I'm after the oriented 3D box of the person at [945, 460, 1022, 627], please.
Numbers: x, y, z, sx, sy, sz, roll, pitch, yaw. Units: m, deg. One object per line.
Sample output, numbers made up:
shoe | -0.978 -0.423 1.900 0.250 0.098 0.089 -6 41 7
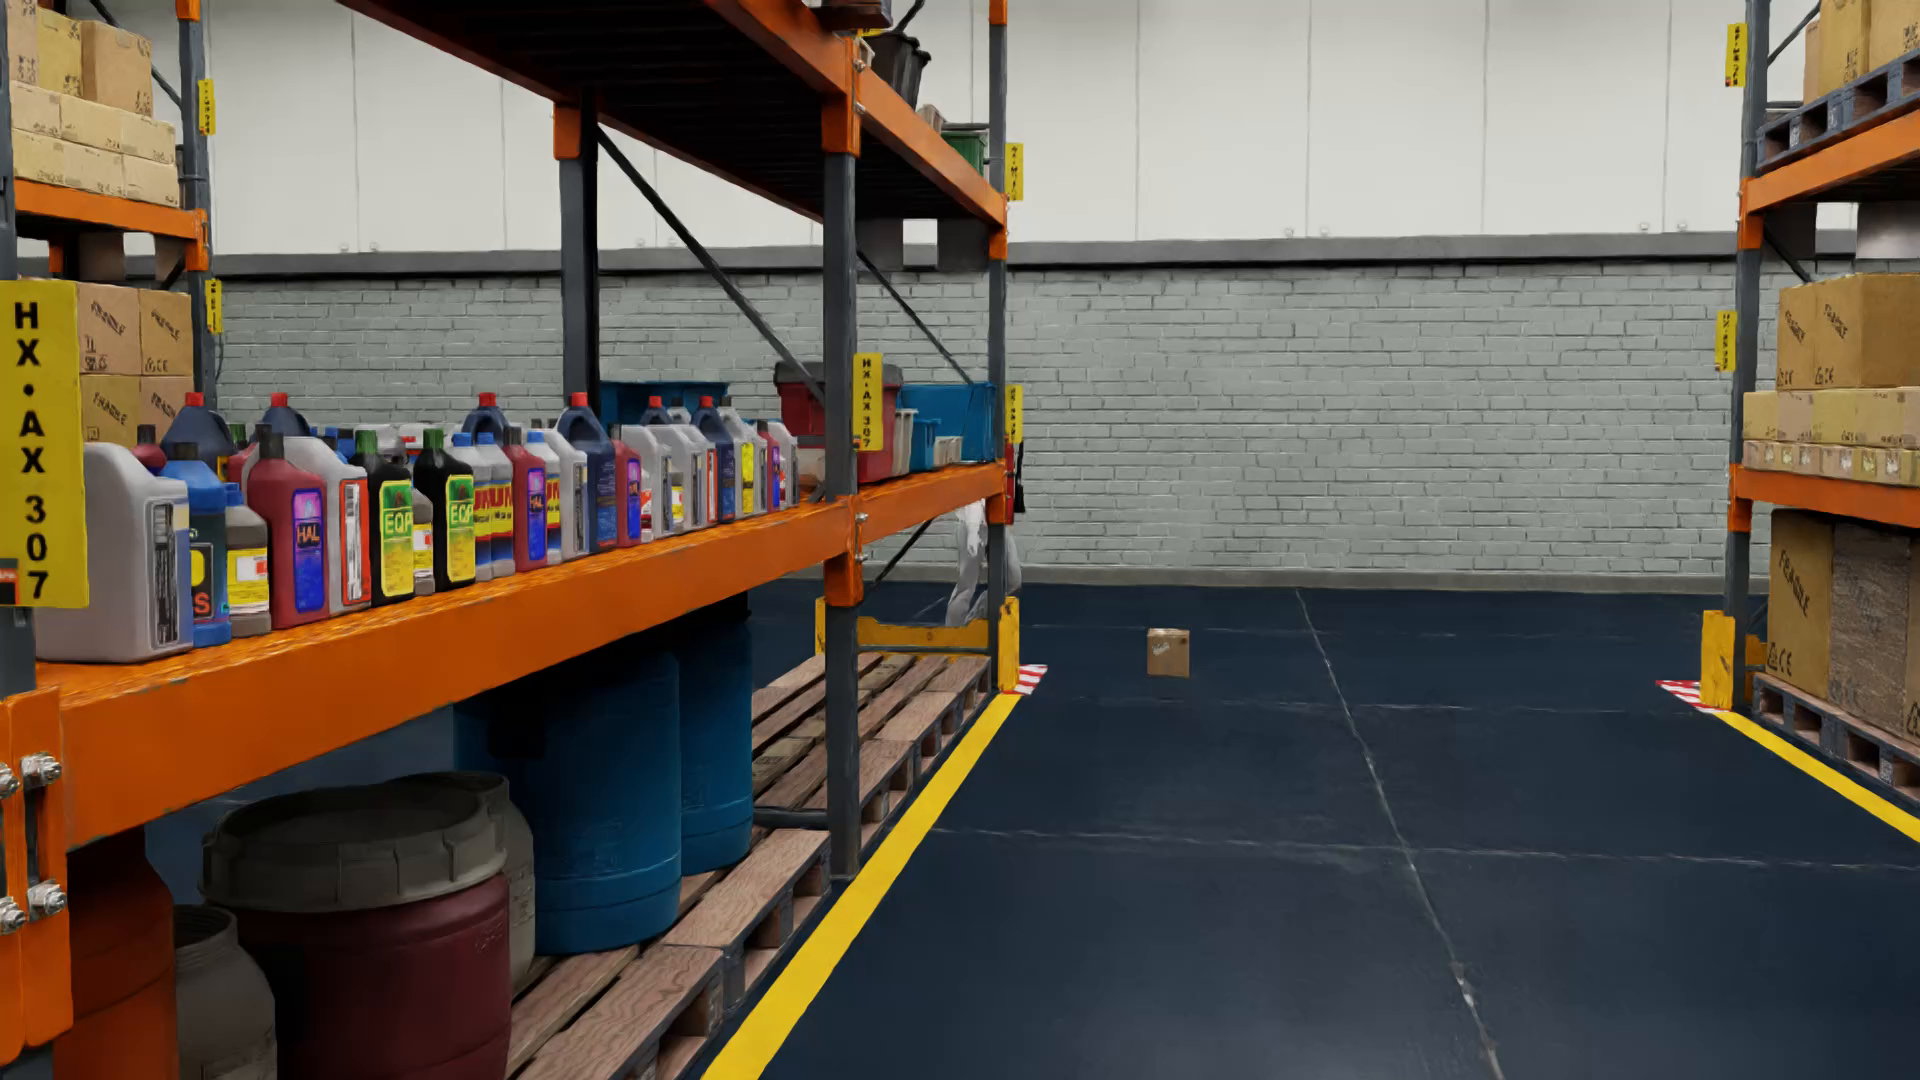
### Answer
person | 0.137 -0.052 10.608 0.452 1.629 0.583 3 5 30
